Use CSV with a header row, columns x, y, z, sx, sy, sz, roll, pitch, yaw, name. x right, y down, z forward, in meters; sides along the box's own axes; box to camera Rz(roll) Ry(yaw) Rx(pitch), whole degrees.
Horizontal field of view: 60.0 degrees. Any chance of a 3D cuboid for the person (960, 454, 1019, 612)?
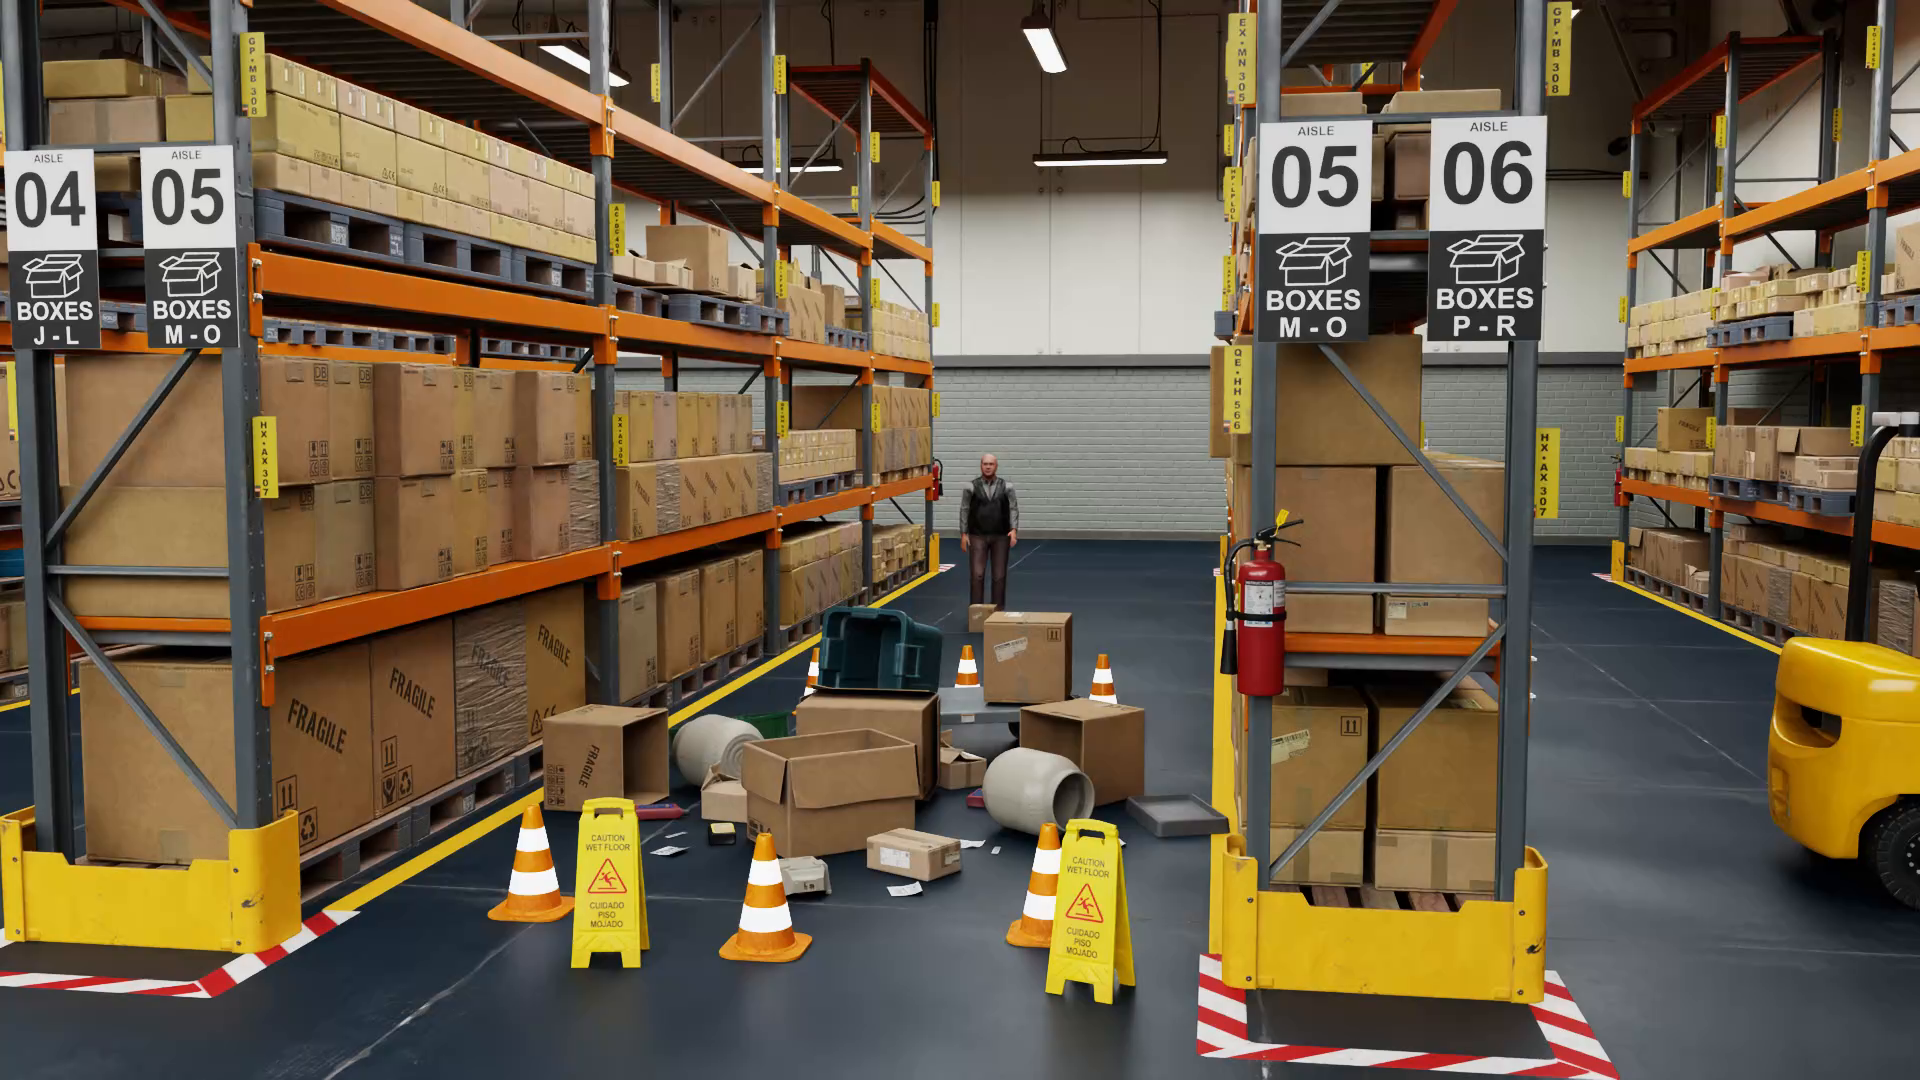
x,y,z,sx,sy,sz,roll,pitch,yaw,name
0.302,0.008,16.706,0.591,1.740,0.526,0,4,-4,person
